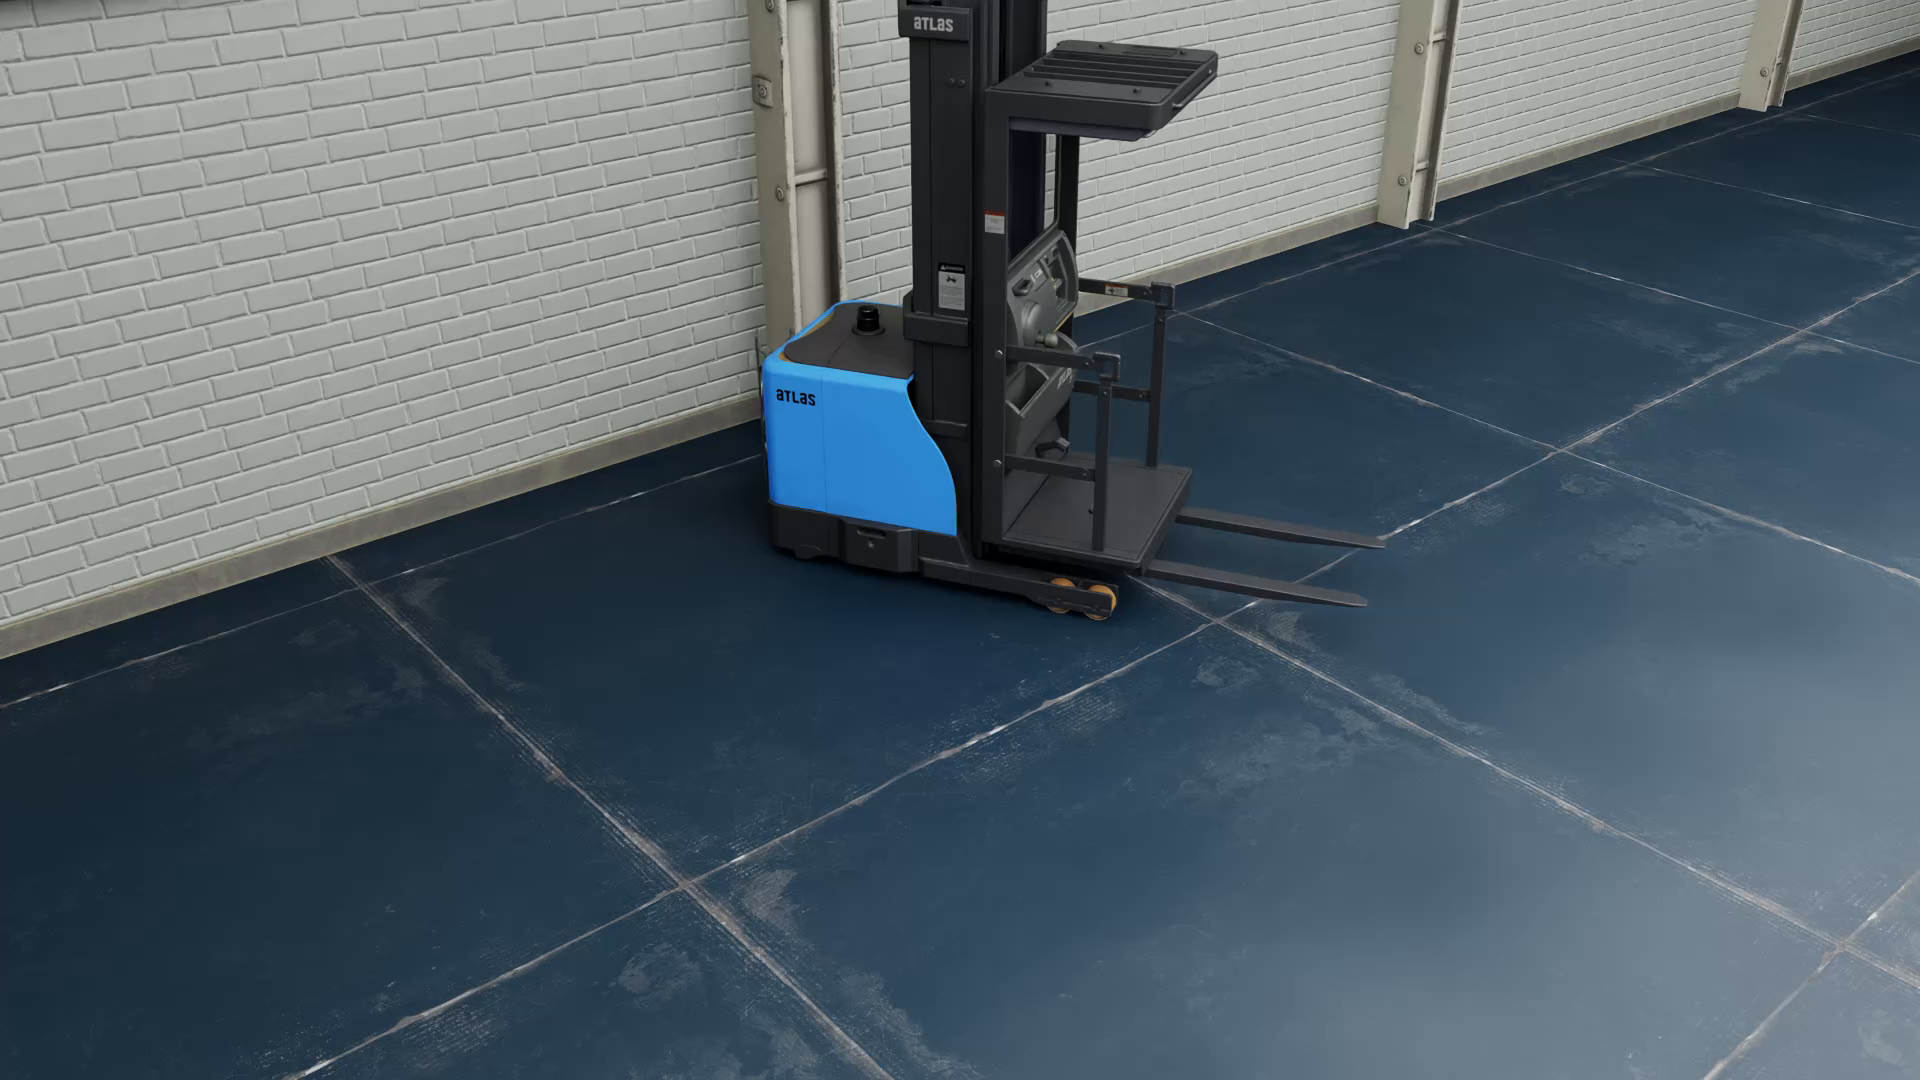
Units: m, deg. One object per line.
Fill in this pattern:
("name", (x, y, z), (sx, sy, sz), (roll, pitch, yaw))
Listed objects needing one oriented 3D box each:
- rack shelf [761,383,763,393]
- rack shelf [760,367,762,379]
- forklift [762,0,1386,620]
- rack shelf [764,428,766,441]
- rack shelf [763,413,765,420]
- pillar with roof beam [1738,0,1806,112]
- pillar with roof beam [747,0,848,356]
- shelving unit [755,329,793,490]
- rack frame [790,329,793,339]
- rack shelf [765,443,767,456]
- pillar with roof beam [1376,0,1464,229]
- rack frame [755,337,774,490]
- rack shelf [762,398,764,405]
("rack shelf", (-0.941, -0.795, 8.968), (0.200, 0.077, 0.258), (-16, 32, -26))
("rack shelf", (-0.942, -0.874, 8.925), (0.200, 0.077, 0.258), (-16, 32, -26))
("forklift", (0.583, -1.189, 7.865), (3.031, 2.935, 1.130), (10, 30, 18))
("rack shelf", (-0.938, -0.557, 9.096), (0.200, 0.077, 0.258), (-16, 32, -26))
("rack shelf", (-0.939, -0.636, 9.053), (0.200, 0.077, 0.258), (-16, 32, -26))
("pillar with roof beam", (11.007, -6.891, 12.098), (0.400, 9.000, 9.100), (-22, 35, -35))
("pillar with roof beam", (1.878, -3.220, 5.228), (0.400, 9.000, 9.100), (-22, 35, -35))
("shelving unit", (-0.939, -0.666, 9.038), (0.210, 0.900, 0.258), (-16, 32, -26))
("rack frame", (-0.851, -0.691, 9.081), (0.006, 0.900, 0.240), (-16, 32, -26))
("rack shelf", (-0.936, -0.478, 9.139), (0.200, 0.077, 0.258), (-16, 32, -26))
("pillar with roof beam", (6.442, -5.056, 8.663), (0.400, 9.000, 9.100), (-22, 35, -35))
("rack frame", (-1.027, -0.641, 8.994), (0.006, 0.900, 0.240), (-16, 32, -26))
("rack shelf", (-0.940, -0.715, 9.011), (0.200, 0.077, 0.258), (-16, 32, -26))
